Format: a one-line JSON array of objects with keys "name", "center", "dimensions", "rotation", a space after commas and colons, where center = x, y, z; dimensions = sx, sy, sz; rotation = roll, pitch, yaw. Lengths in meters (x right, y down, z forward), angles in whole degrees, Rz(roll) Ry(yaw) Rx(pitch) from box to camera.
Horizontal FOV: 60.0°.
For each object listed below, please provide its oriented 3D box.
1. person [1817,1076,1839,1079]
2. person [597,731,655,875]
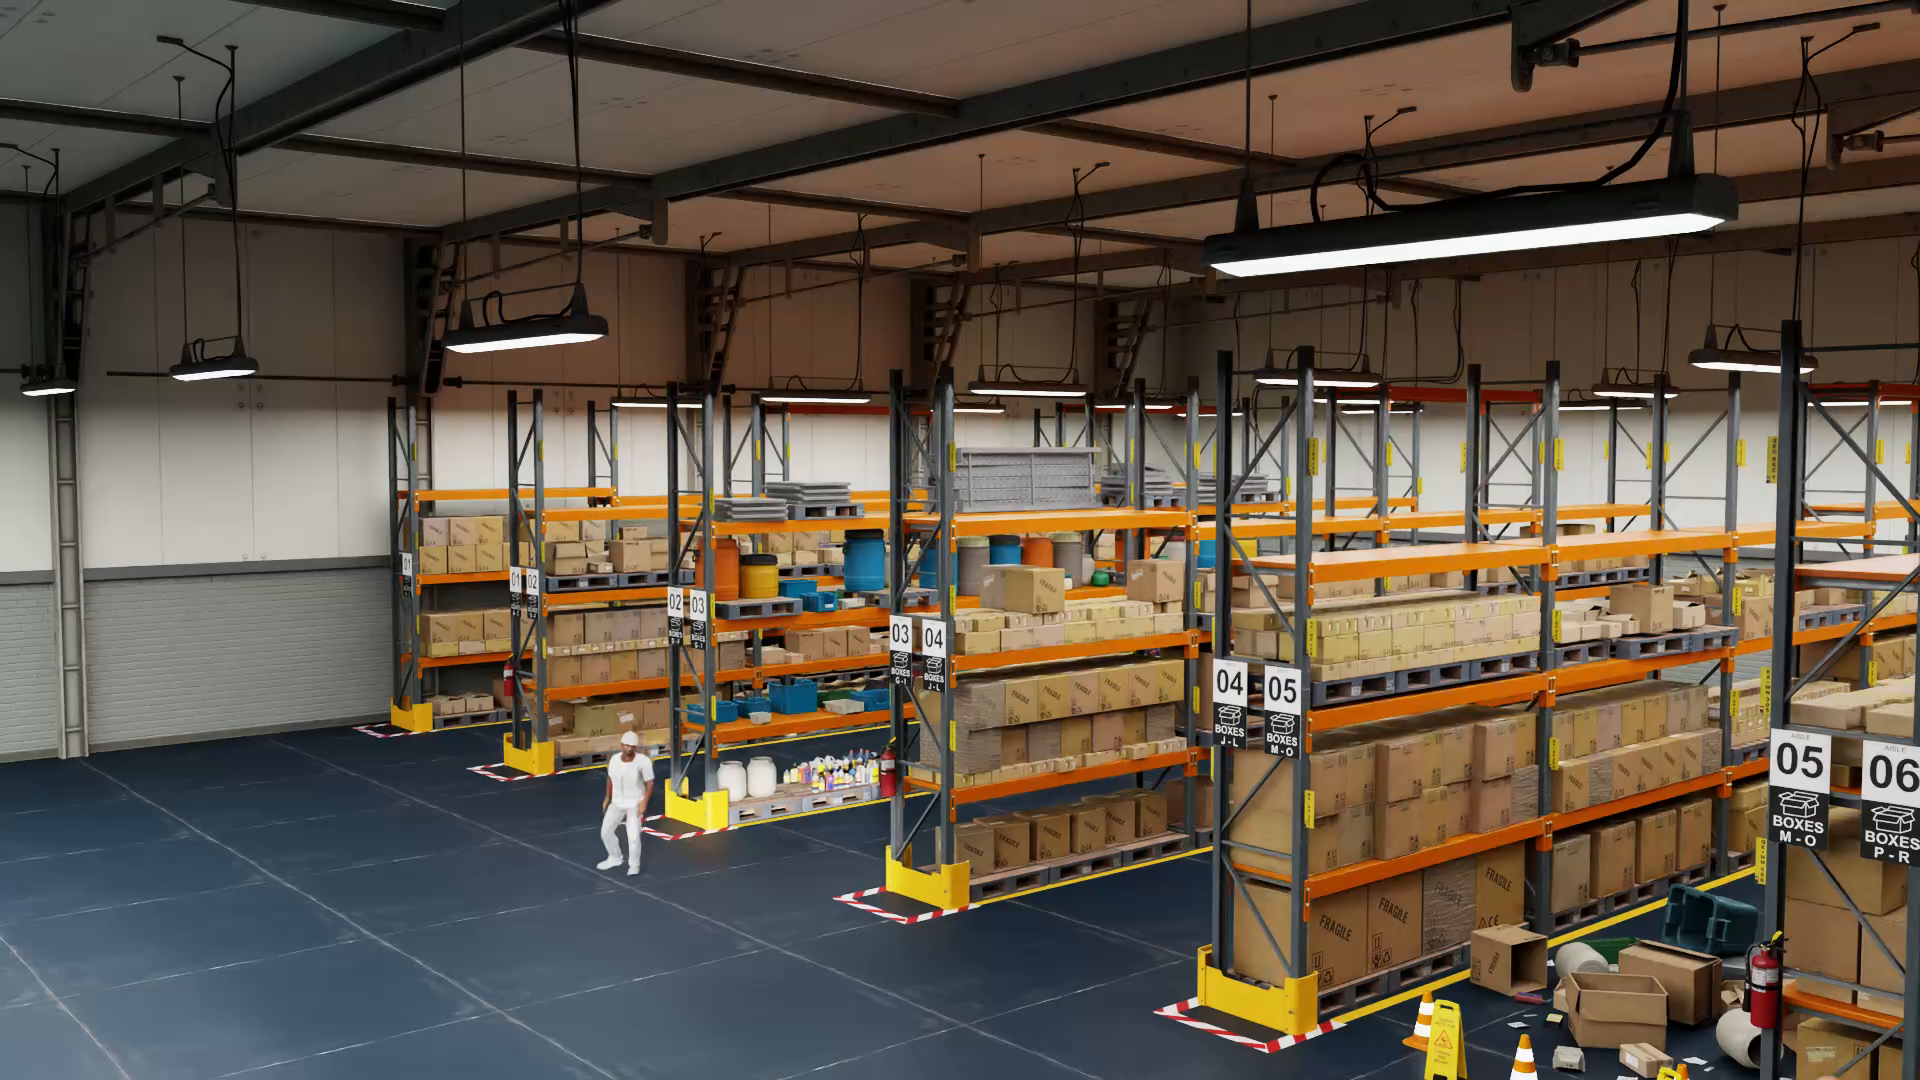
[{"name": "person", "center": [4.853, 3.777, 9.417], "dimensions": [0.731, 1.667, 0.733], "rotation": [3, 4, 41]}, {"name": "person", "center": [-4.019, 3.142, 19.794], "dimensions": [0.809, 1.735, 0.567], "rotation": [1, 3, 15]}]
